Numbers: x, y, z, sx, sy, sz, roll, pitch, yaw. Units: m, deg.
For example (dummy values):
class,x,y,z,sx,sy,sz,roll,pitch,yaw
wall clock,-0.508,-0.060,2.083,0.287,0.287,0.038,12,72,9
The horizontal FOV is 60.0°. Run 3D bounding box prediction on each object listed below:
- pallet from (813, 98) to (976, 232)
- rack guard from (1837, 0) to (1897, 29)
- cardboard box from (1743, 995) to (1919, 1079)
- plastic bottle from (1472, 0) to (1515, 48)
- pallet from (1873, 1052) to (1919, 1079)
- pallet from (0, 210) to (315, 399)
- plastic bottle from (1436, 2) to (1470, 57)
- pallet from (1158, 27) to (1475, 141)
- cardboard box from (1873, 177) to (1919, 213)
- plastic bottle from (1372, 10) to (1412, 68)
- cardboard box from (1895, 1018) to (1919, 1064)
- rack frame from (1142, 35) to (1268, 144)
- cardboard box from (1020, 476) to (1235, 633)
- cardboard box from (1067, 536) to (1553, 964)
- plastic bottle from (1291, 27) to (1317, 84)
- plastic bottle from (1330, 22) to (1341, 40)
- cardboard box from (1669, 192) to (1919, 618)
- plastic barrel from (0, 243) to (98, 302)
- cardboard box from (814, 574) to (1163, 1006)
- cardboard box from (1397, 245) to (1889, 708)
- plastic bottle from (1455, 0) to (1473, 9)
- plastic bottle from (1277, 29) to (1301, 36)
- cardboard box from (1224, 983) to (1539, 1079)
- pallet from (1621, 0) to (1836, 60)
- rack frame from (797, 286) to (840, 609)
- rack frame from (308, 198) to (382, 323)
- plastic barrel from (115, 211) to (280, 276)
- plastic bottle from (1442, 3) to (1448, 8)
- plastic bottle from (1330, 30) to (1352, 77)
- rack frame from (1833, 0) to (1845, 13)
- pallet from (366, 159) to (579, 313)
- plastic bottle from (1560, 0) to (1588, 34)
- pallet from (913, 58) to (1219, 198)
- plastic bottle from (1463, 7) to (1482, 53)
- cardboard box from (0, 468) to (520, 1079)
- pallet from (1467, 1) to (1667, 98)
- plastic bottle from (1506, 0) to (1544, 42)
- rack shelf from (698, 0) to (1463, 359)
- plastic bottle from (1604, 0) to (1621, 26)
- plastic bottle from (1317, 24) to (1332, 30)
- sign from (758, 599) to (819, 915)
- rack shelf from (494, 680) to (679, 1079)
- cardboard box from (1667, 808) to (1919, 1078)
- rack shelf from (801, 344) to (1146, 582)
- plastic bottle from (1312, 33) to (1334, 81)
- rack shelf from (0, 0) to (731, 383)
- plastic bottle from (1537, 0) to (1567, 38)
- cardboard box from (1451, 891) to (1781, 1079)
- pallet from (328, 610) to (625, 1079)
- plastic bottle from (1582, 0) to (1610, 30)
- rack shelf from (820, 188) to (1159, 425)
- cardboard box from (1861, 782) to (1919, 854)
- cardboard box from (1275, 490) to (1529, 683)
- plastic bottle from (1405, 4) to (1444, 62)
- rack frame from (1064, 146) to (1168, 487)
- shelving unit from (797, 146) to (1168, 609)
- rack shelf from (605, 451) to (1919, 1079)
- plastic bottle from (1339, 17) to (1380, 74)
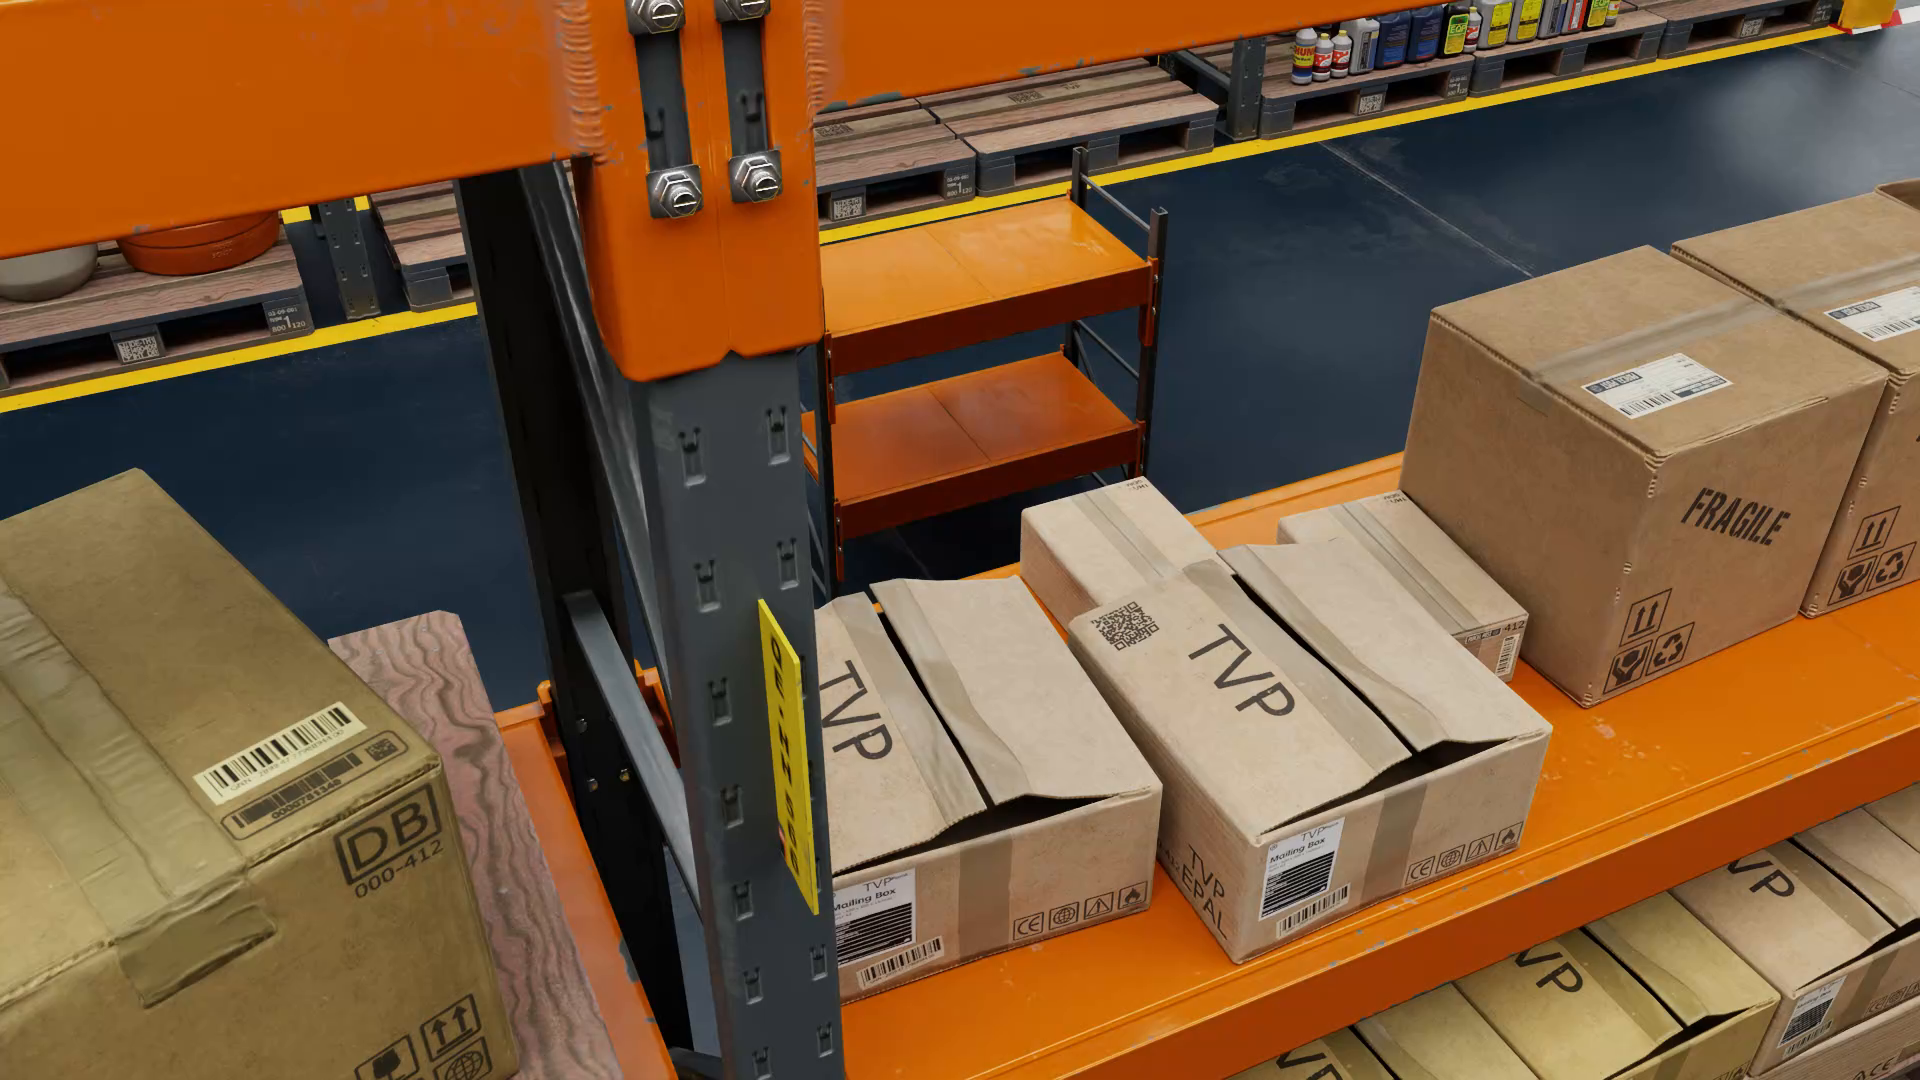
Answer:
class,x,y,z,sx,sy,sz,roll,pitch,yaw
pallet,-0.679,-1.684,7.343,1.213,0.211,1.003,-16,39,-20
rack guard,4.693,-3.299,9.278,0.348,0.500,1.175,-16,39,-20
cardboard box,1.587,0.919,3.448,0.500,0.250,0.500,-15,39,-19
plastic bottle,2.584,-2.584,8.070,0.185,0.351,0.144,-16,39,-20
pallet,1.466,0.976,3.757,1.213,0.211,1.003,-16,39,-20
pallet,-3.196,-0.980,6.395,1.213,0.211,1.003,-16,39,-20
plastic bottle,2.366,-2.468,7.971,0.133,0.283,0.061,-14,39,-18
pallet,1.747,-2.362,8.258,1.213,0.211,1.003,-16,39,-20
cardboard box,2.043,-0.384,3.166,0.500,0.500,0.500,-13,38,-17
plastic bottle,2.028,-2.428,7.860,0.185,0.351,0.144,-15,39,-19
cardboard box,2.048,0.791,3.621,0.500,0.250,0.500,-15,39,-19
rack frame,1.121,-3.335,7.228,0.127,3.000,1.000,-16,39,-20
cardboard box,0.298,0.074,2.843,0.250,0.149,0.380,-16,39,-20
cardboard box,0.493,0.264,2.451,0.500,0.311,0.500,-16,39,-20
plastic bottle,1.596,-2.260,7.700,0.097,0.271,0.097,0,37,0
plastic bottle,1.831,-2.419,7.904,0.133,0.283,0.061,-16,39,-20
cardboard box,1.590,-0.257,2.995,0.500,0.500,0.500,-16,39,-20
plastic barrel,-3.409,-1.168,6.042,0.421,0.512,0.421,0,37,0
cardboard box,-0.051,0.317,2.379,0.500,0.311,0.500,-13,39,-17
cardboard box,1.113,-0.124,2.815,0.500,0.500,0.500,-18,40,-22
plastic bottle,2.498,-2.627,8.191,0.135,0.276,0.152,-16,39,-20
plastic bottle,1.643,-2.688,8.211,0.185,0.351,0.144,-16,39,-20
cardboard box,0.672,0.949,2.938,0.500,0.311,0.500,-17,40,-21
pallet,3.955,-2.980,9.091,1.213,0.211,1.003,-16,39,-20
rack frame,-0.466,-0.321,4.739,0.032,1.125,0.500,-16,39,-20
rack frame,-2.500,-2.322,5.863,0.127,3.000,1.000,-16,39,-20
plastic barrel,-2.936,-1.486,6.205,0.708,0.830,0.600,-16,39,-20
plastic bottle,2.316,-2.501,8.026,0.097,0.271,0.097,0,37,0
plastic bottle,1.780,-2.283,7.790,0.097,0.201,0.097,0,37,0
rack frame,4.742,-4.347,8.593,0.127,3.000,1.000,-16,39,-20
pallet,-1.782,-1.378,6.930,1.213,0.211,1.003,-16,39,-20
plastic bottle,3.026,-2.680,8.262,0.135,0.276,0.152,-15,39,-20
pallet,0.426,-1.995,7.763,1.213,0.211,1.003,-16,39,-20
plastic bottle,2.465,-2.475,8.049,0.097,0.201,0.097,0,37,0
cardboard box,-0.921,0.361,1.809,0.500,0.500,0.700,-30,46,-34
pallet,2.853,-2.674,8.677,1.213,0.211,1.003,-16,39,-20
plastic bottle,2.752,-2.631,8.133,0.185,0.351,0.144,-14,39,-18
rack shelf,1.412,-1.072,2.264,4.000,0.370,1.077,-16,39,-20
plastic bottle,3.266,-2.699,8.350,0.097,0.201,0.097,0,37,0
plastic bottle,1.841,-2.711,8.304,0.135,0.276,0.152,-16,39,-20
sign,-0.160,0.207,1.548,0.005,0.325,0.100,-16,39,-20
rack shelf,-2.209,1.145,1.792,4.000,0.370,1.077,-16,39,-20
cardboard box,1.600,0.690,3.286,0.500,0.311,0.500,-16,39,-21
rack shelf,-0.006,-0.254,5.058,1.000,0.278,0.538,-16,39,-20
plastic bottle,1.688,-2.258,7.756,0.097,0.201,0.097,0,37,0
rack shelf,-2.209,-0.060,0.899,4.000,0.370,1.077,-16,39,-20
plastic bottle,2.900,-2.645,8.215,0.135,0.276,0.152,-17,40,-21
cardboard box,1.135,0.821,3.110,0.500,0.311,0.500,-17,40,-21
pallet,-0.983,0.636,2.035,1.003,0.211,1.213,-16,39,-20
plastic bottle,3.168,-2.692,8.273,0.133,0.283,0.061,-15,39,-19
rack shelf,-0.006,-0.685,4.738,1.000,0.278,0.538,-16,39,-20
cardboard box,2.056,0.565,3.455,0.500,0.311,0.500,-16,39,-20
cardboard box,0.732,0.098,2.811,0.250,0.149,0.380,-13,38,-17
plastic bottle,2.199,-2.476,7.925,0.185,0.351,0.144,-17,40,-22
rack frame,0.454,-0.579,5.086,0.032,1.125,0.500,-16,39,-20
shelving unit,-0.006,-0.450,4.913,1.048,1.125,0.538,-16,39,-20
rack shelf,1.412,0.133,3.157,4.000,0.370,1.077,-16,39,-20
plastic bottle,1.877,-2.358,7.829,0.135,0.276,0.152,-14,39,-18
